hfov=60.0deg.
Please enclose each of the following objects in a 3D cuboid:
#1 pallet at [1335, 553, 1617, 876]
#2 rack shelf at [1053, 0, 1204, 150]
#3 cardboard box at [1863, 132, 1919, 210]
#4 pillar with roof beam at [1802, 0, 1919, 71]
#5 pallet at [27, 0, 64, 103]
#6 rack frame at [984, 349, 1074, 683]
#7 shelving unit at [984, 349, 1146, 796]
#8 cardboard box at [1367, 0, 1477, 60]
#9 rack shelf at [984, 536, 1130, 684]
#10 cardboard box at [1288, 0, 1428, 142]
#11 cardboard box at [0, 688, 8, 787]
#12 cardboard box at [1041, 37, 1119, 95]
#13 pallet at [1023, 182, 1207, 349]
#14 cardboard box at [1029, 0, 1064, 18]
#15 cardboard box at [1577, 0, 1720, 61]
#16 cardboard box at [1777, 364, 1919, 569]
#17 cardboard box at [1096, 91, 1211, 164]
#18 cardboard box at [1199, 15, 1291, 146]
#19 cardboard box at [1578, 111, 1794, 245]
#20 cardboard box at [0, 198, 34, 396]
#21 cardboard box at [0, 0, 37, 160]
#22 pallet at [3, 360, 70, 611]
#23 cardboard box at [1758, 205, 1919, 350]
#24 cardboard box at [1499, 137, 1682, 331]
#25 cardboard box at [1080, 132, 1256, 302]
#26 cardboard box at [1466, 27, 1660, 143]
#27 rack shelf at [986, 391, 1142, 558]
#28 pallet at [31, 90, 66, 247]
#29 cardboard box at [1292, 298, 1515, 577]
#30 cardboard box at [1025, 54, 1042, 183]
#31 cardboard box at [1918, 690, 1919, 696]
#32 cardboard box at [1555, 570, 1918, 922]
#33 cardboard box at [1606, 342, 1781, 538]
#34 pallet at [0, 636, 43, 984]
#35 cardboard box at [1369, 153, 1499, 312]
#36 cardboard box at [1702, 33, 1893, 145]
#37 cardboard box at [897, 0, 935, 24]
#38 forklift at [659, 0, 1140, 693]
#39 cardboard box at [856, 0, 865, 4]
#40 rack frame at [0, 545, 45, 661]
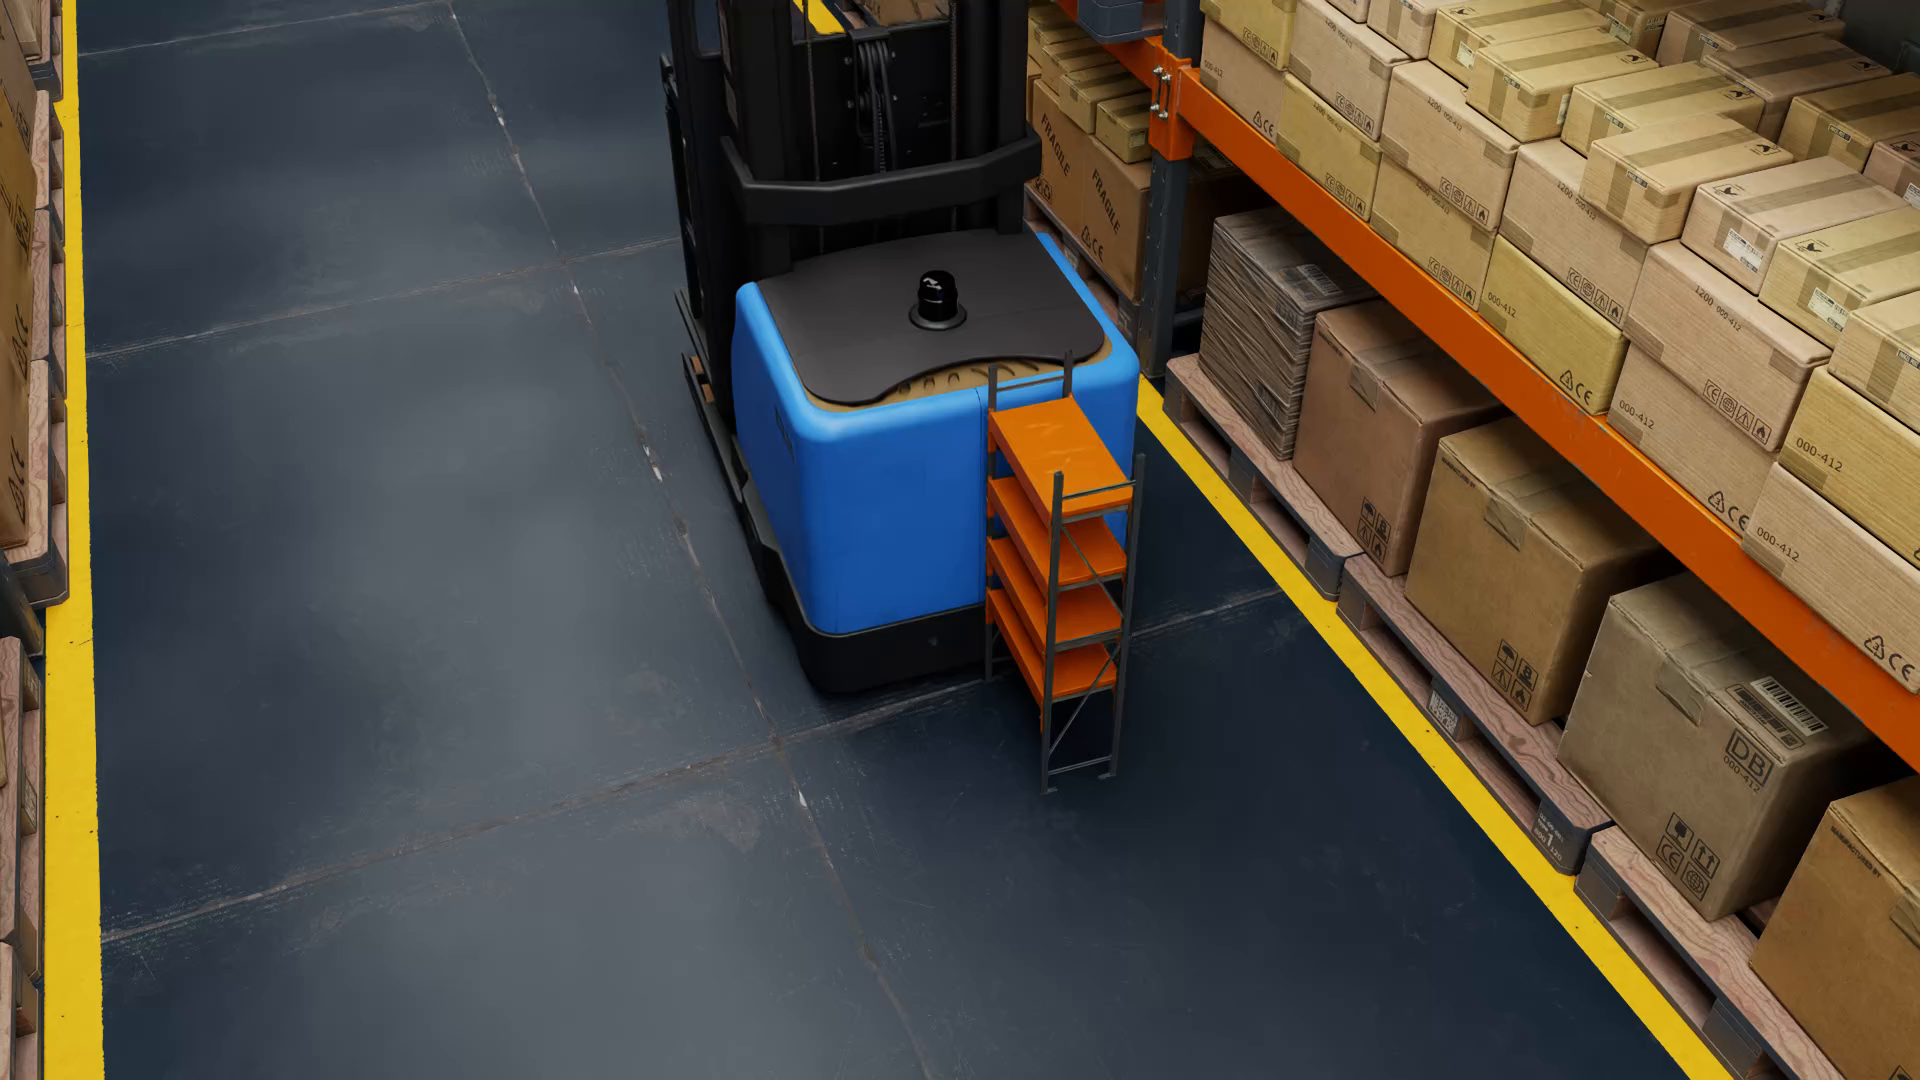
[{"bbox_3d":[1.915,0.381,5.145,1.003,0.211,1.213,-15,43,-17],"label":"pallet"},{"bbox_3d":[0.408,-2.848,7.313,1.077,0.370,4.000,-15,43,-17],"label":"rack shelf"},{"bbox_3d":[2.328,-0.836,3.848,0.380,0.149,0.250,-15,43,-17],"label":"cardboard box"},{"bbox_3d":[-1.473,-2.556,1.820,9.100,9.000,0.400,-15,43,-17],"label":"pillar with roof beam"},{"bbox_3d":[-5.161,-2.505,8.501,1.003,0.211,1.213,-15,43,-17],"label":"pallet"},{"bbox_3d":[0.192,-0.035,4.870,0.240,1.200,0.015,-12,42,-14],"label":"rack frame"},{"bbox_3d":[0.270,0.116,4.695,0.258,1.200,0.503,-12,42,-14],"label":"shelving unit"},{"bbox_3d":[1.360,-1.471,4.585,0.380,0.149,0.250,-15,43,-16],"label":"cardboard box"},{"bbox_3d":[0.270,0.167,4.739,0.258,0.148,0.480,-12,42,-14],"label":"rack shelf"},{"bbox_3d":[1.308,-1.418,4.830,0.500,0.250,0.500,-14,43,-16],"label":"cardboard box"},{"bbox_3d":[-3.205,0.505,4.555,0.950,0.372,0.625,-18,44,-20],"label":"cardboard box"},{"bbox_3d":[0.557,-1.934,6.796,0.380,0.149,0.250,-16,43,-18],"label":"cardboard box"},{"bbox_3d":[0.922,-1.317,7.120,1.003,0.211,1.213,-15,43,-17],"label":"pallet"},{"bbox_3d":[0.402,-2.254,7.168,0.380,0.149,0.250,-16,43,-17],"label":"cardboard box"},{"bbox_3d":[1.917,-1.446,4.556,0.380,0.149,0.250,-15,43,-17],"label":"cardboard box"},{"bbox_3d":[2.076,-0.179,3.389,0.500,0.250,0.500,-16,43,-18],"label":"cardboard box"},{"bbox_3d":[0.750,-1.607,6.416,0.380,0.149,0.250,-17,44,-19],"label":"cardboard box"},{"bbox_3d":[1.117,-1.530,5.344,0.500,0.250,0.500,-15,43,-17],"label":"cardboard box"},{"bbox_3d":[1.678,-0.843,3.855,0.380,0.149,0.250,-16,43,-18],"label":"cardboard box"},{"bbox_3d":[-3.936,-1.004,5.924,0.875,0.875,0.875,-15,43,-16],"label":"cardboard box"},{"bbox_3d":[-4.631,-2.085,7.181,0.875,0.875,0.875,-14,43,-16],"label":"cardboard box"},{"bbox_3d":[-3.644,-0.111,5.718,1.003,0.211,1.213,-15,43,-17],"label":"pallet"},{"bbox_3d":[1.942,-0.550,3.515,0.380,0.149,0.250,-16,43,-18],"label":"cardboard box"},{"bbox_3d":[1.710,-0.797,4.108,0.500,0.250,0.500,-15,43,-16],"label":"cardboard box"},{"bbox_3d":[0.813,-1.328,6.589,0.500,0.500,0.500,-14,43,-16],"label":"cardboard box"},{"bbox_3d":[1.526,-1.159,4.223,0.380,0.149,0.250,-14,43,-16],"label":"cardboard box"},{"bbox_3d":[0.270,-0.182,4.439,0.258,0.148,0.480,-12,42,-14],"label":"rack shelf"},{"bbox_3d":[-4.577,-1.581,7.427,1.003,0.211,1.213,-15,43,-17],"label":"pallet"},{"bbox_3d":[1.656,-0.404,5.418,0.875,0.625,0.625,-14,43,-15],"label":"cardboard box"},{"bbox_3d":[0.428,-1.947,7.308,0.500,0.500,0.500,-13,42,-15],"label":"cardboard box"},{"bbox_3d":[2.269,0.313,3.201,0.500,0.250,0.500,-14,43,-16],"label":"cardboard box"},{"bbox_3d":[2.204,0.454,4.420,0.875,0.625,0.625,-16,43,-17],"label":"cardboard box"},{"bbox_3d":[1.910,-0.296,3.908,0.500,0.250,0.500,-15,43,-17],"label":"cardboard box"},{"bbox_3d":[-3.114,0.853,4.596,1.003,0.211,1.213,-15,43,-17],"label":"pallet"},{"bbox_3d":[1.508,-0.918,4.632,0.500,0.250,0.500,-16,43,-18],"label":"cardboard box"},{"bbox_3d":[2.090,-1.134,4.194,0.380,0.149,0.250,-14,43,-16],"label":"cardboard box"},{"bbox_3d":[0.020,-2.569,8.032,0.500,0.500,0.500,-16,43,-18],"label":"cardboard box"},{"bbox_3d":[-0.421,-1.613,5.378,1.130,2.935,3.031,-12,42,-14],"label":"forklift"},{"bbox_3d":[-0.380,-3.189,8.753,0.500,0.500,0.500,-13,42,-15],"label":"cardboard box"},{"bbox_3d":[-3.412,-0.675,4.234,1.000,3.000,0.127,-15,43,-17],"label":"rack frame"}]
